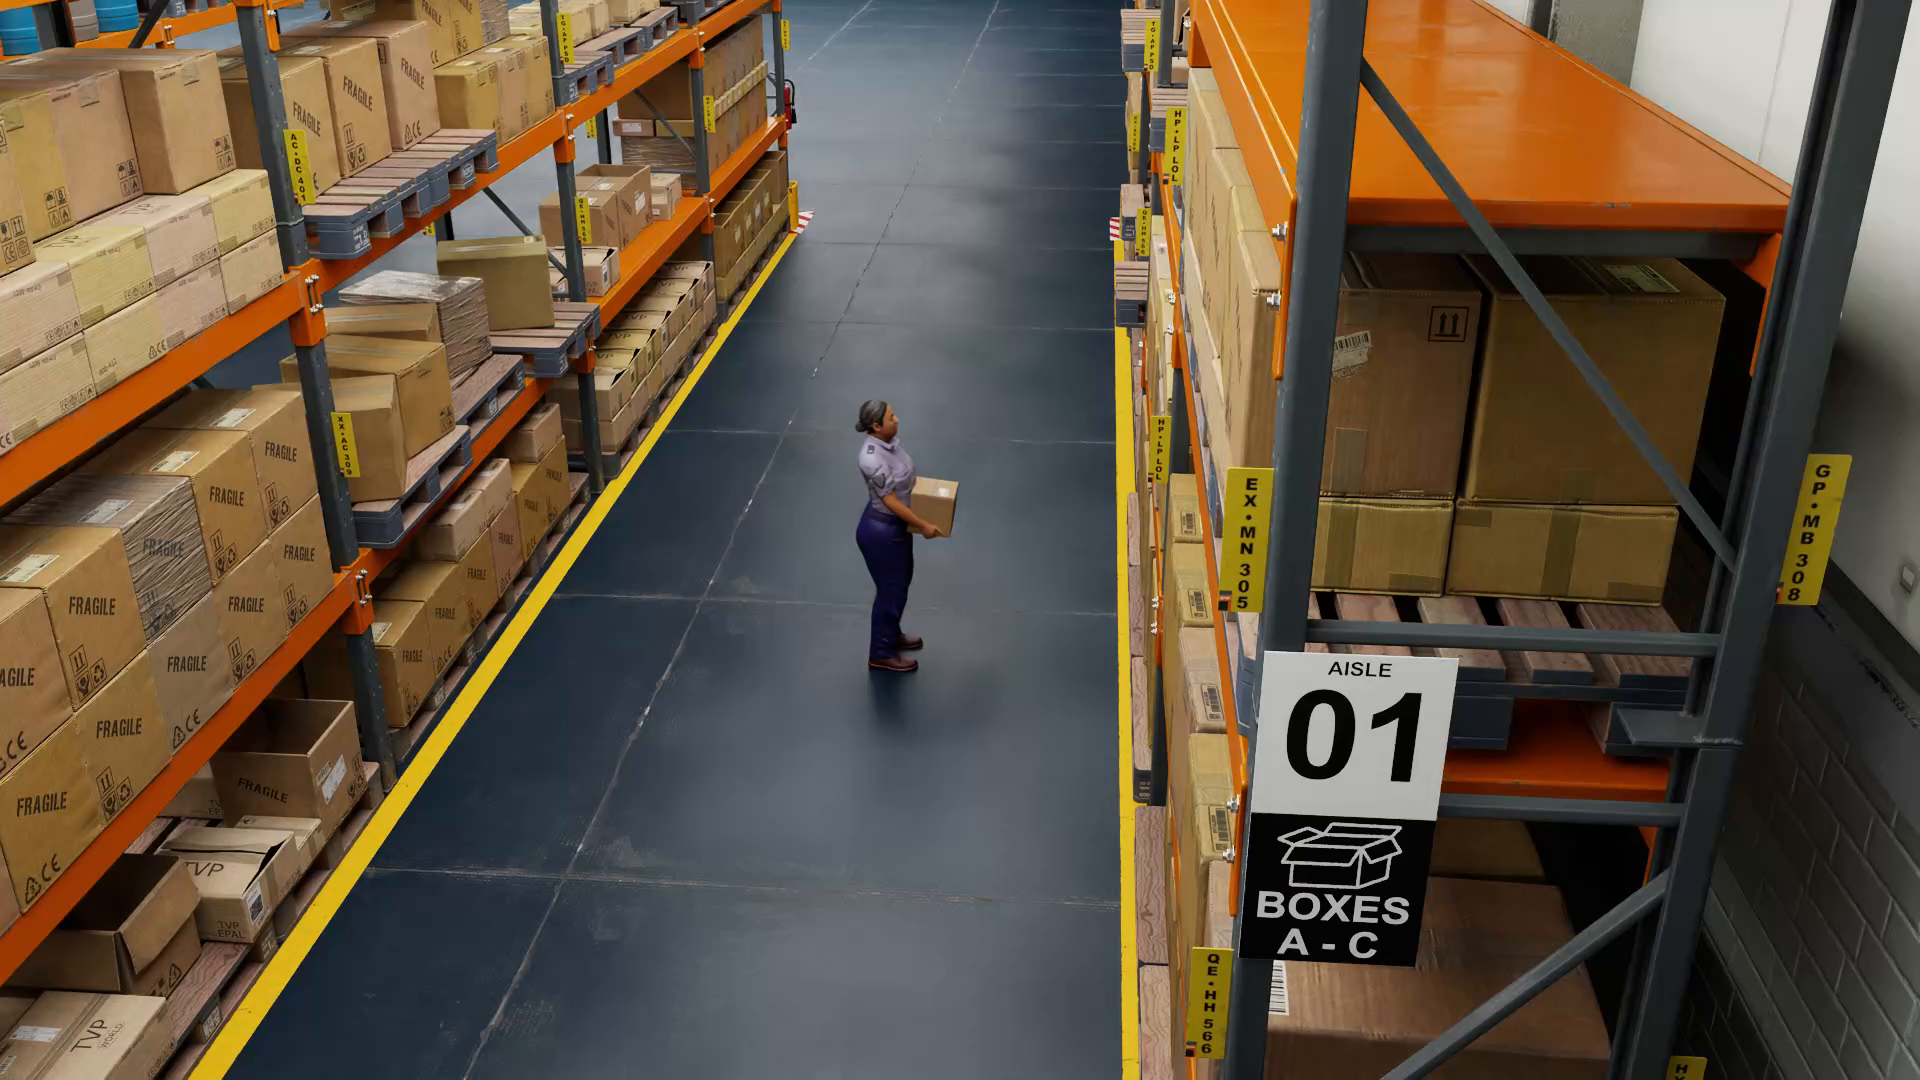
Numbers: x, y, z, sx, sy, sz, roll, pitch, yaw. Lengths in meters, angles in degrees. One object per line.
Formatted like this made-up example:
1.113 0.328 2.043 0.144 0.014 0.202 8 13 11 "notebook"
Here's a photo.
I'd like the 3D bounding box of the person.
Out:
-0.340 -0.042 9.729 0.518 1.636 0.453 2 25 5 "person"
